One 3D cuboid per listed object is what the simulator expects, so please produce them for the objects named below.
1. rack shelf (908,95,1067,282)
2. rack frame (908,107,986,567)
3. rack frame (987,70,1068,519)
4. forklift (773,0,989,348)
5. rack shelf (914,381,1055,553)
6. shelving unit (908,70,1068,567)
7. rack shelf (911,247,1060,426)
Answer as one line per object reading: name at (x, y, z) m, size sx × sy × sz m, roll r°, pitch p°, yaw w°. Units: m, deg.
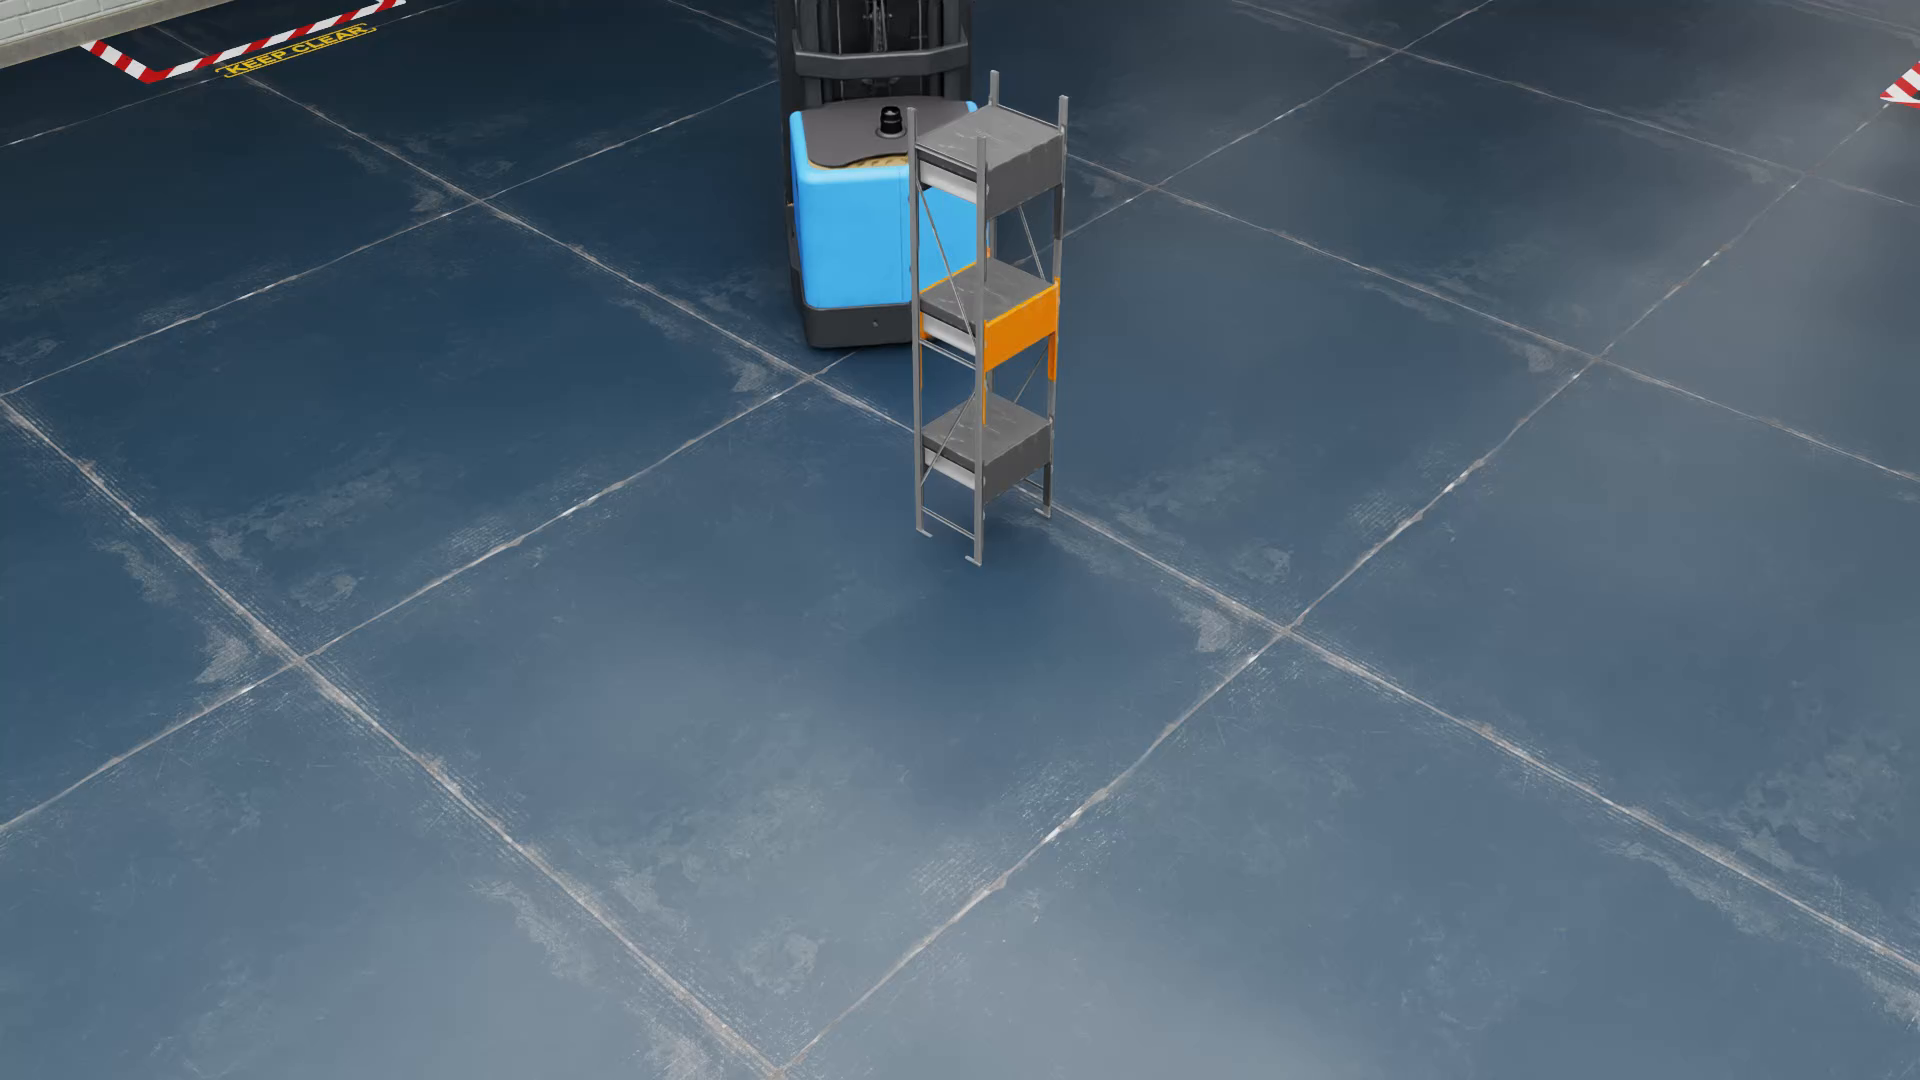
rack shelf at (0.112, -1.435, 6.765) m, size 0.431 × 0.518 × 0.480 m, roll 30°, pitch 47°, yaw 32°
rack frame at (-0.053, -0.786, 7.051) m, size 0.400 × 2.100 × 0.015 m, roll 30°, pitch 47°, yaw 32°
rack frame at (0.276, -1.010, 7.333) m, size 0.400 × 2.100 × 0.015 m, roll 30°, pitch 47°, yaw 32°
forklift at (-0.510, -3.091, 9.282) m, size 1.130 × 2.935 × 3.031 m, roll -5°, pitch 39°, yaw -6°
rack shelf at (0.112, -0.339, 7.636) m, size 0.431 × 0.518 × 0.480 m, roll 30°, pitch 47°, yaw 32°
shelving unit at (0.112, -0.898, 7.192) m, size 0.431 × 2.100 × 0.503 m, roll 30°, pitch 47°, yaw 32°
rack shelf at (0.112, -0.887, 7.201) m, size 0.431 × 0.518 × 0.480 m, roll 30°, pitch 47°, yaw 32°
